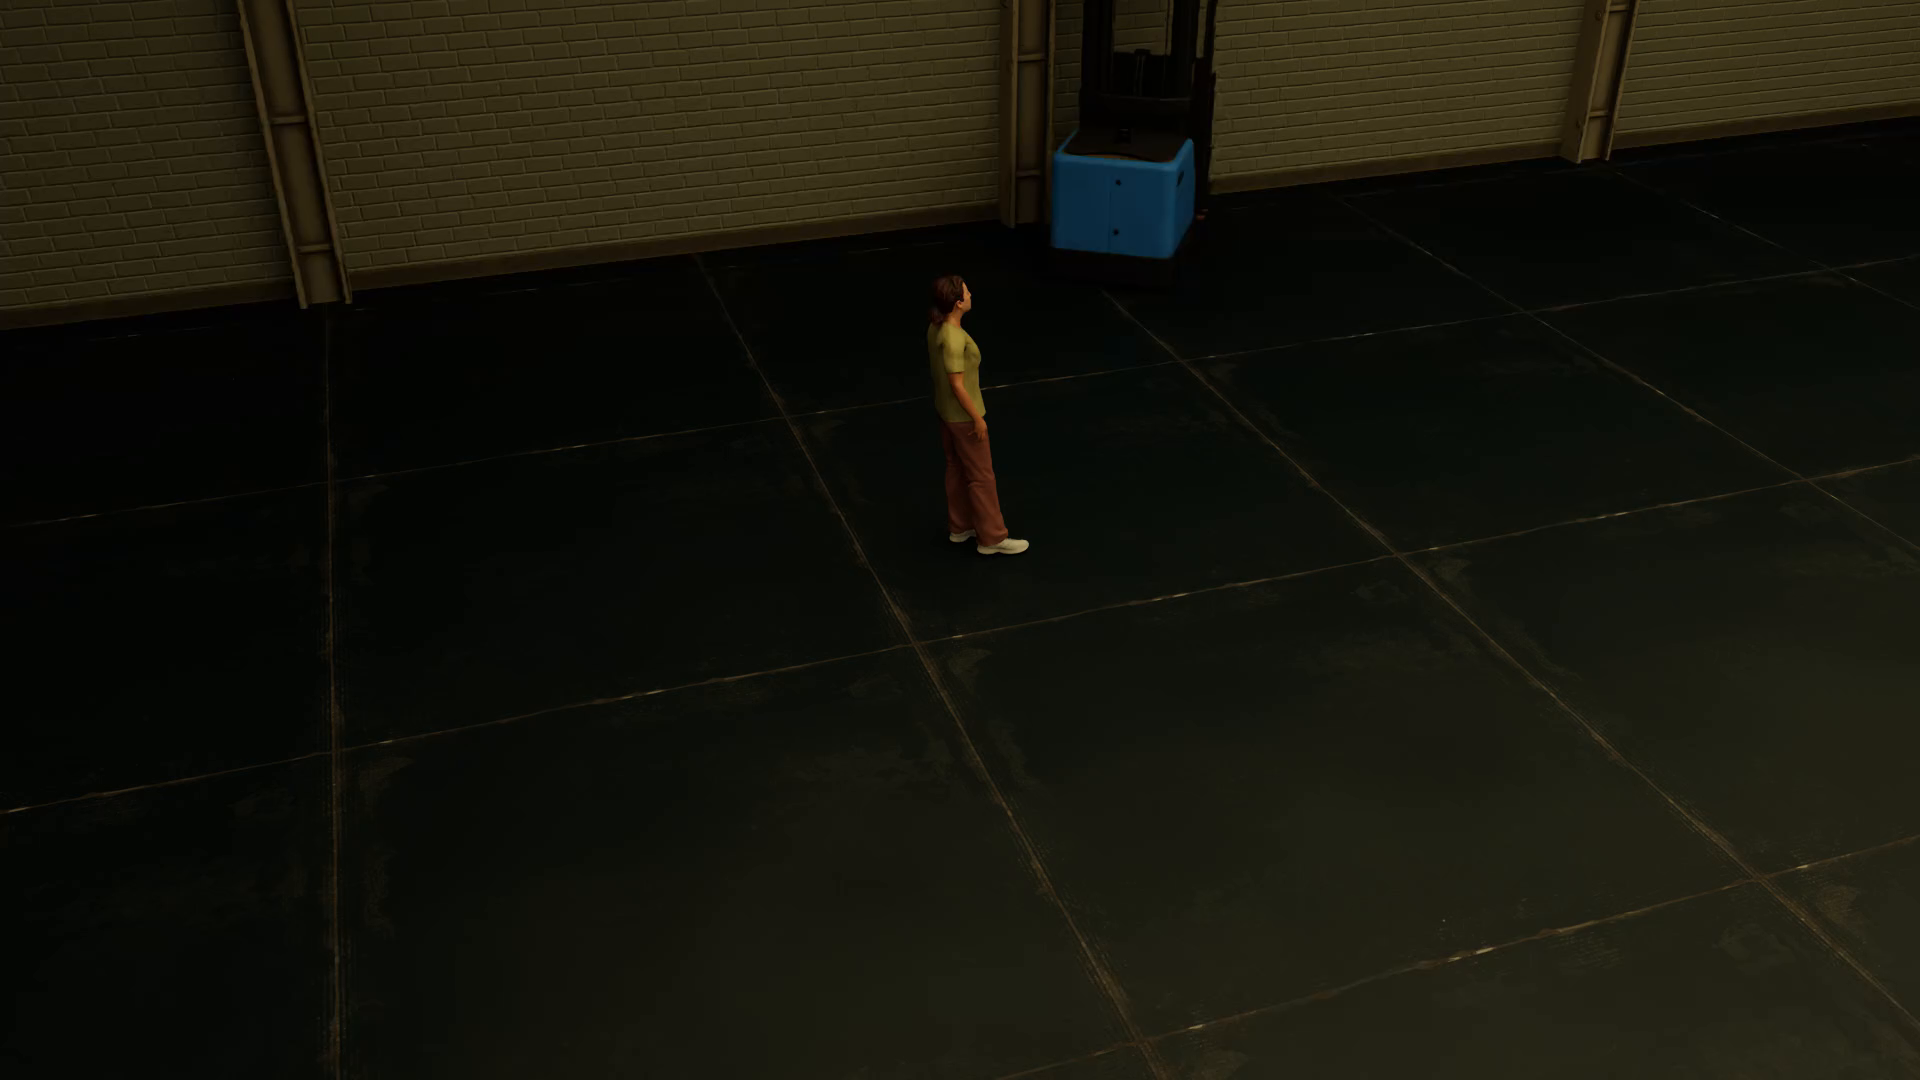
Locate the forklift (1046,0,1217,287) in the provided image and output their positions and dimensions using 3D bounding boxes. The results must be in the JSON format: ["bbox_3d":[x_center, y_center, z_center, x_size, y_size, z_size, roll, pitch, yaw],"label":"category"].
[{"bbox_3d":[1.625,-4.032,14.094,1.130,2.935,3.031,8,31,14],"label":"forklift"}]

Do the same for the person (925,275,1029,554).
[{"bbox_3d":[0.074,-0.739,9.615,0.548,1.673,0.553,-10,31,-16],"label":"person"}]
